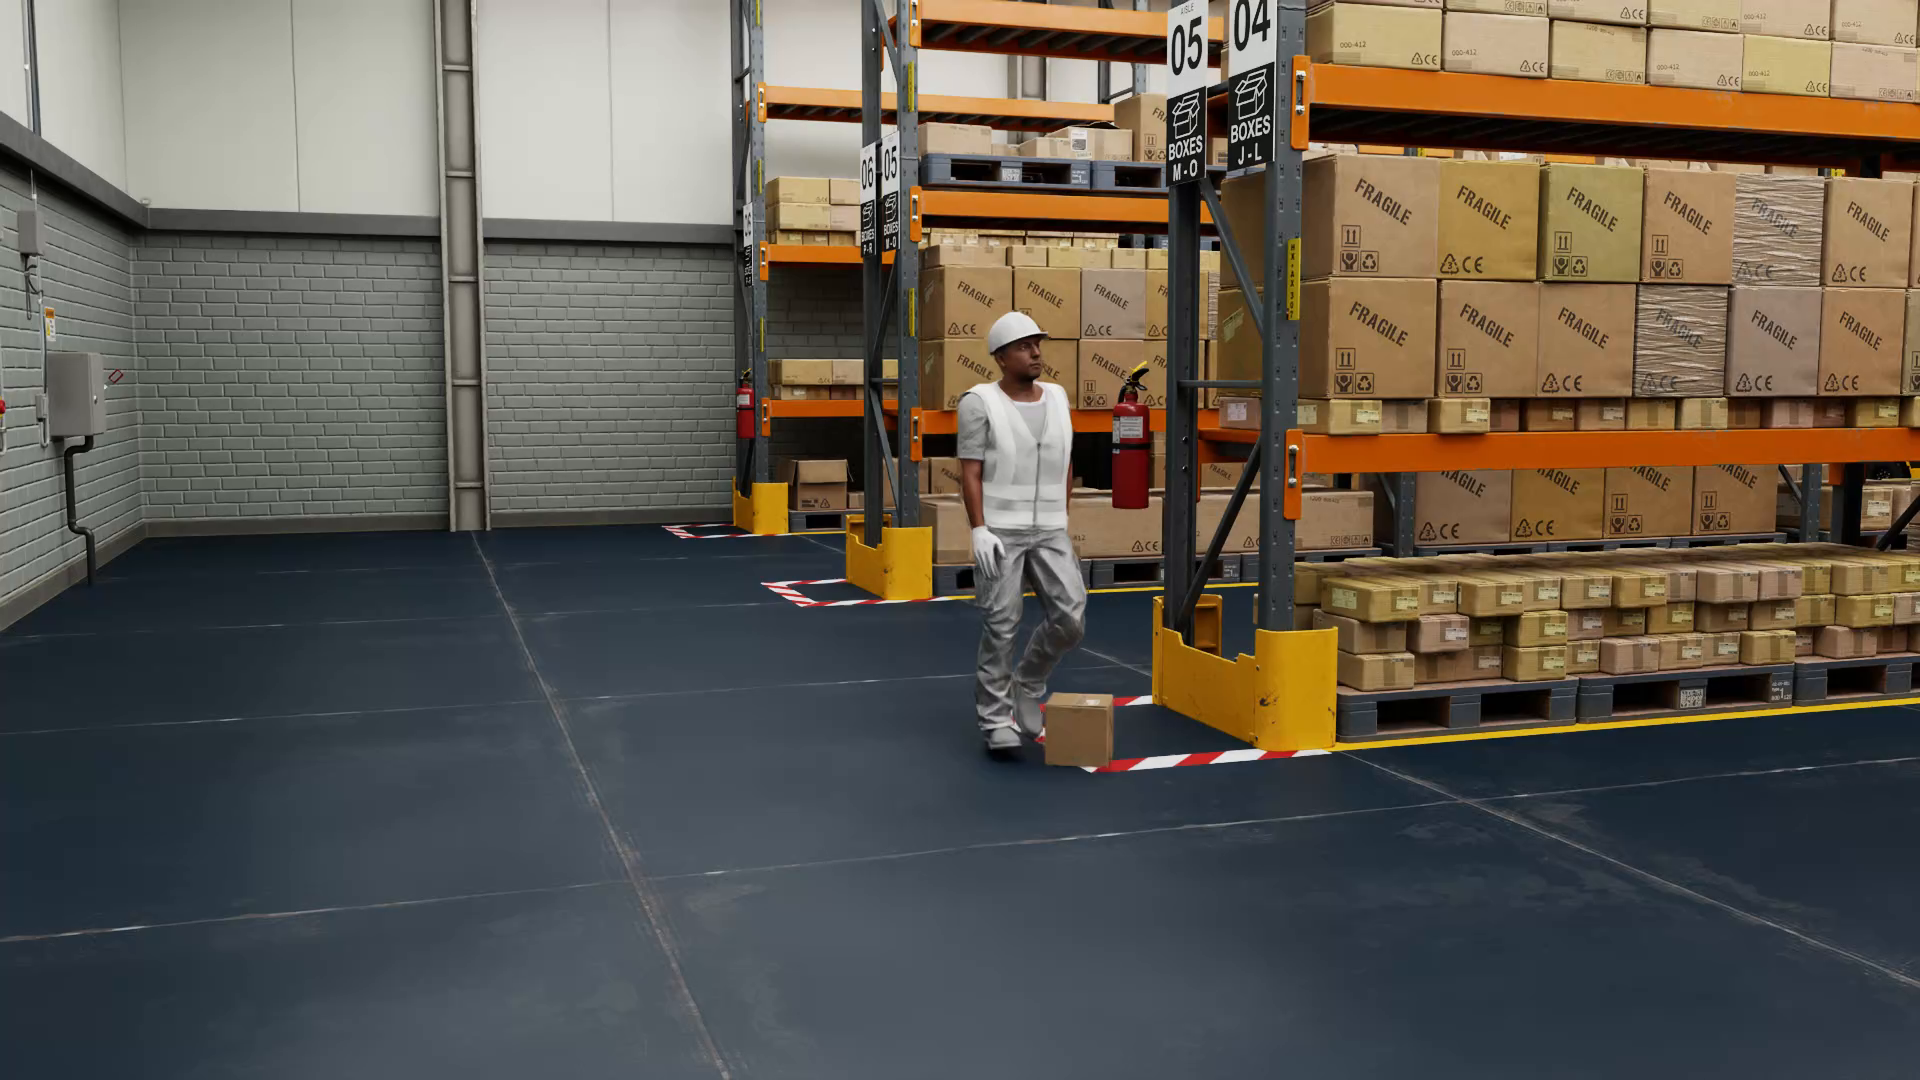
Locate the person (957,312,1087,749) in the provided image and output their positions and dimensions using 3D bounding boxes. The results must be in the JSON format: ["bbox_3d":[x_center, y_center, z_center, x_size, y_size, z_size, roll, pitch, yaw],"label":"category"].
[{"bbox_3d":[0.237,-0.035,6.804,0.557,1.779,0.492,-3,6,-24],"label":"person"}]
